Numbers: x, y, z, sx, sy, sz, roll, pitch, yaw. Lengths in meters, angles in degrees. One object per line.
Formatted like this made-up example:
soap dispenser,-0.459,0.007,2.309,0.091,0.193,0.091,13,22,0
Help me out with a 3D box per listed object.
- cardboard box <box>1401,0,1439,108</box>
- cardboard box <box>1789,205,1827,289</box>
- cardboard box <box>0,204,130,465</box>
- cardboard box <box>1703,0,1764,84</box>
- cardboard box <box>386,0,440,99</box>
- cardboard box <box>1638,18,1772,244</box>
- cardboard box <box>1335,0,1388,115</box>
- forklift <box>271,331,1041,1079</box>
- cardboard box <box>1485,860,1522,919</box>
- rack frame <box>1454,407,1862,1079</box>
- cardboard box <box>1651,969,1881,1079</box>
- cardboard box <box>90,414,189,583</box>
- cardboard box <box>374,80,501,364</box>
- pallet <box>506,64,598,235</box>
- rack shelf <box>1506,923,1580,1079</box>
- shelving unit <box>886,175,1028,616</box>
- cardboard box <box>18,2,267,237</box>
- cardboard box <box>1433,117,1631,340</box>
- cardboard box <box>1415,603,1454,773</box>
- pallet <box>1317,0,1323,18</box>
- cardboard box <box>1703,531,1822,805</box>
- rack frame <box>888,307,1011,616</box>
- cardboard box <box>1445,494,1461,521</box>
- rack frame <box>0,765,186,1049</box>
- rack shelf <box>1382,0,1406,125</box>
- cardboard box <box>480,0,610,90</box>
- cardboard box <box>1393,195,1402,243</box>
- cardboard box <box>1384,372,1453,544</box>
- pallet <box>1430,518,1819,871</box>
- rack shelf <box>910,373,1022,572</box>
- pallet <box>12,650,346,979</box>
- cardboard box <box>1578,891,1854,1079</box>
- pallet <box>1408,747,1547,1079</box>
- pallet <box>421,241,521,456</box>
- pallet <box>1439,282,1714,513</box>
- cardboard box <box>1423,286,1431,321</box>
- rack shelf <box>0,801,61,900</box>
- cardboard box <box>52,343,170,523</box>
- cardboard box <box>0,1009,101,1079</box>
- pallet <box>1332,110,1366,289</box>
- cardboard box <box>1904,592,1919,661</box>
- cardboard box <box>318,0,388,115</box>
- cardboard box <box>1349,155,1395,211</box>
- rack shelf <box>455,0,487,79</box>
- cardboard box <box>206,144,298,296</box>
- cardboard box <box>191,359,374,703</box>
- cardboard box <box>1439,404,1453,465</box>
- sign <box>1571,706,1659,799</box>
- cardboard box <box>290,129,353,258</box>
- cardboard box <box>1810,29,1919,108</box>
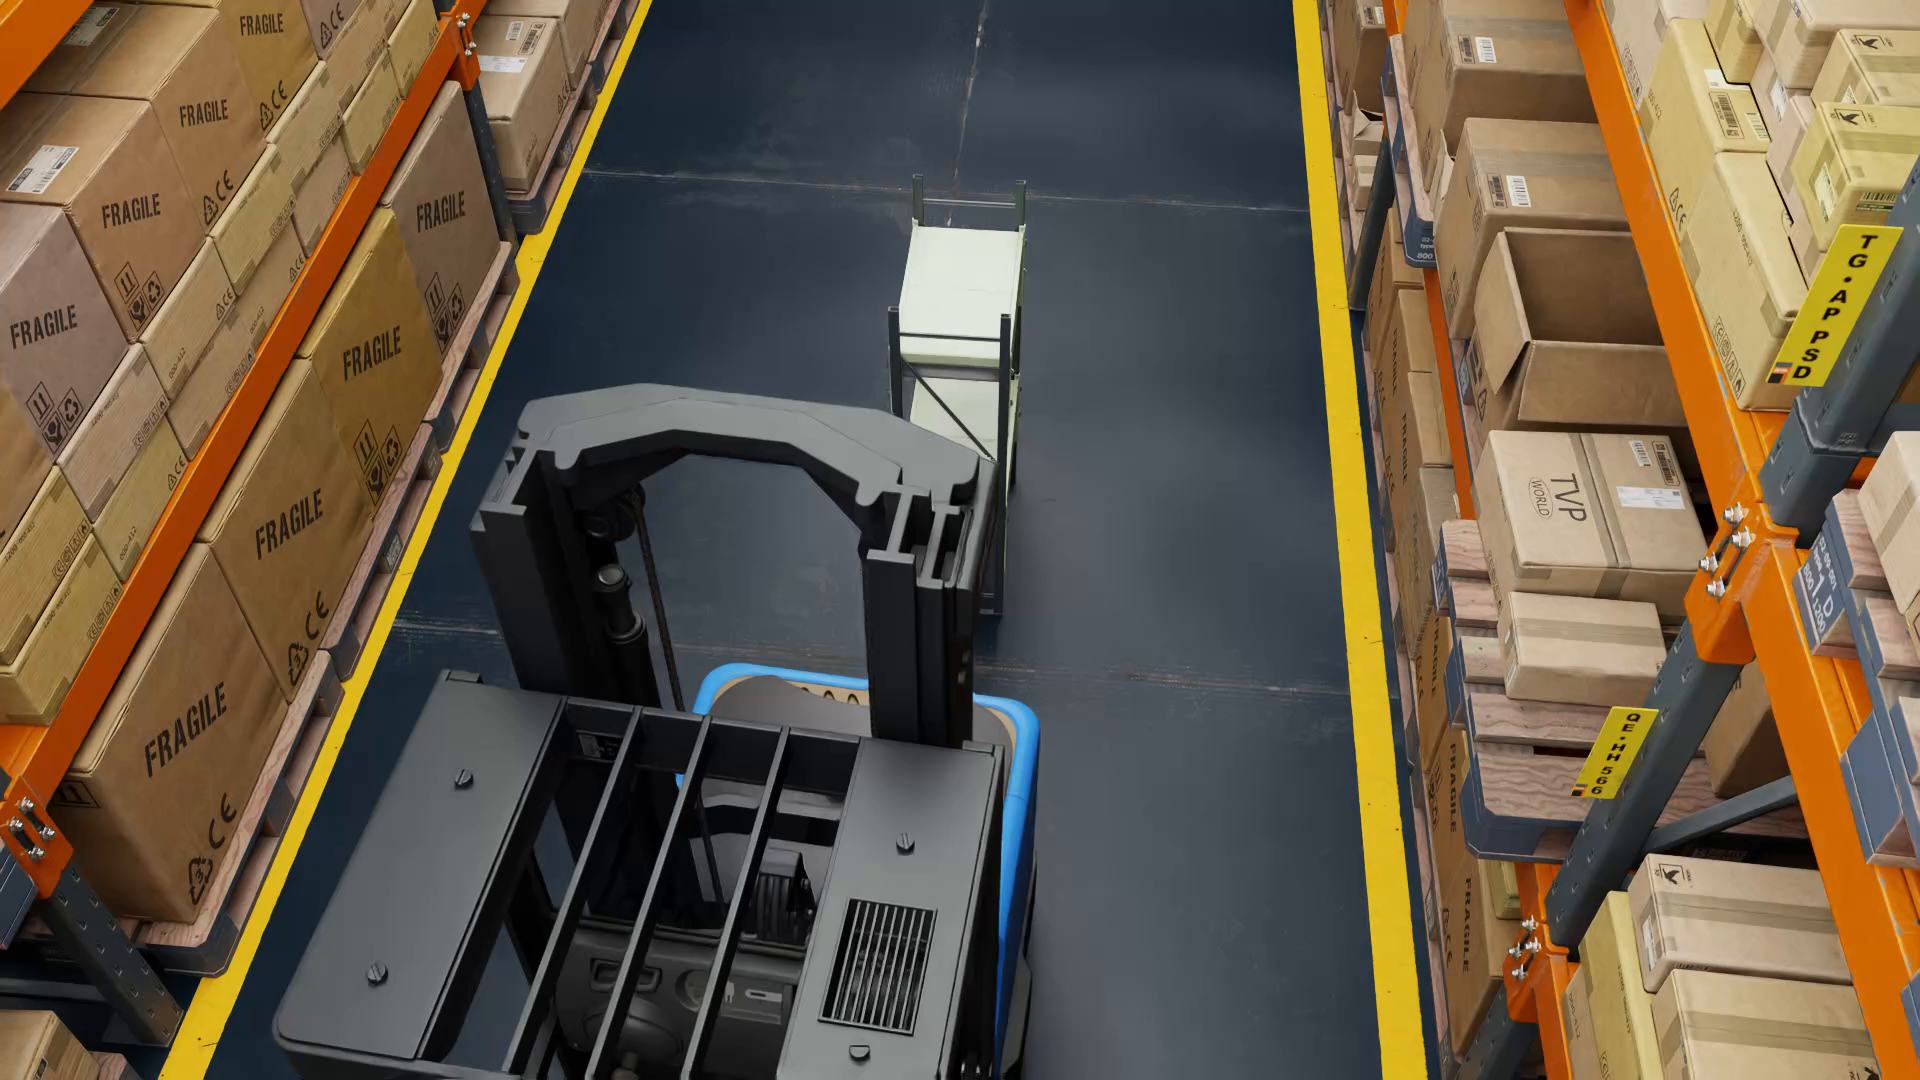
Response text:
cardboard box,2.043,-1.921,6.122,0.700,0.500,0.500,5,48,5
cardboard box,1.738,-0.520,2.991,0.380,0.149,0.250,5,48,4
cardboard box,-2.674,-0.560,4.484,0.500,0.500,0.500,4,48,4
cardboard box,1.809,-1.086,3.509,0.380,0.149,0.250,4,48,4
cardboard box,-2.424,-2.020,6.666,0.500,0.250,0.500,3,48,3
cardboard box,1.795,-0.871,3.583,0.500,0.250,0.500,4,48,4
cardboard box,2.313,-2.492,8.406,0.700,0.500,0.500,2,48,2
forklift,-8.944,-1.648,6.132,19.036,3.140,7.743,7,48,6
cardboard box,1.738,0.956,4.812,0.380,0.149,0.250,2,48,2
rack frame,1.945,0.853,3.937,1.000,3.000,0.127,4,48,4
cardboard box,1.600,1.011,3.285,0.380,0.149,0.250,5,48,4
cardboard box,-2.674,-0.148,4.954,0.500,0.250,0.500,3,48,2
cardboard box,-2.611,-1.381,7.135,0.875,0.875,0.875,5,48,5
pallet,-2.487,-2.029,8.463,1.003,0.211,1.213,4,48,4
rack shelf,1.763,2.566,2.858,1.077,0.370,4.000,4,48,4
shelving unit,-0.001,-0.501,6.192,0.431,1.500,0.755,4,48,4
cardboard box,-2.562,-1.310,5.170,0.500,0.500,0.500,5,48,4
cardboard box,1.924,-0.964,5.246,0.700,0.500,0.500,4,48,3
cardboard box,1.871,0.478,5.689,0.500,0.500,0.500,6,48,5
pallet,2.595,-3.442,9.756,1.003,0.211,1.213,4,48,4
cardboard box,2.148,0.310,4.081,0.500,0.500,0.500,6,48,5
rack frame,-0.034,-0.232,5.946,0.400,1.500,0.023,4,48,4
cardboard box,1.887,-0.016,5.702,0.380,0.149,0.250,2,48,2
rack frame,-2.998,0.522,4.239,1.000,3.000,0.127,4,48,4
rack shelf,2.492,-3.313,8.235,1.077,0.370,4.000,4,48,4
cardboard box,-2.389,-2.806,8.735,0.875,0.438,0.875,3,48,2
cardboard box,2.012,-1.357,6.928,0.380,0.149,0.250,6,48,5
cardboard box,1.953,-0.285,6.388,0.500,0.500,0.500,3,48,2
pallet,1.937,0.415,4.467,1.213,0.211,1.003,4,48,4
rack shelf,-0.001,-0.281,6.433,0.431,0.370,0.720,4,48,4
pallet,-2.851,0.889,5.794,1.003,0.211,1.213,4,48,4
cardboard box,1.636,1.043,3.526,0.500,0.250,0.500,4,48,3
pallet,2.051,1.248,5.465,1.003,0.211,1.213,4,48,4
pallet,-2.629,-0.904,7.434,1.003,0.211,1.213,4,48,4
pallet,2.118,-0.511,5.315,1.003,0.211,1.213,4,48,4
cardboard box,2.052,-0.959,6.564,0.380,0.149,0.250,2,48,2
rack shelf,-3.181,2.235,3.161,1.077,0.370,4.000,4,48,4
cardboard box,-2.658,-0.331,4.783,0.500,0.250,0.500,5,48,4
cardboard box,-3.060,1.682,4.675,0.950,0.372,0.625,1,48,1
pallet,2.373,-1.649,8.116,1.003,0.211,1.213,4,48,4
cardboard box,1.636,0.148,2.129,0.500,0.500,0.500,4,48,4
cardboard box,-2.470,-1.827,6.151,0.500,0.250,0.500,5,48,4
cardboard box,2.068,-1.695,7.915,0.380,0.149,0.250,3,48,2
rack shelf,-2.452,-3.644,8.537,1.077,0.370,4.000,4,48,4
cardboard box,-2.541,-1.068,5.457,0.500,0.250,0.500,5,48,4
cardboard box,-2.767,-0.059,5.927,0.875,0.875,0.875,4,48,4
cardboard box,1.955,-0.394,6.047,0.380,0.149,0.250,5,48,5
sign,1.404,0.460,3.566,0.100,0.325,0.005,4,48,4
cardboard box,-2.536,-1.276,5.986,0.500,0.250,0.500,3,48,2
cardboard box,1.811,-0.802,3.048,0.380,0.149,0.250,2,48,2
